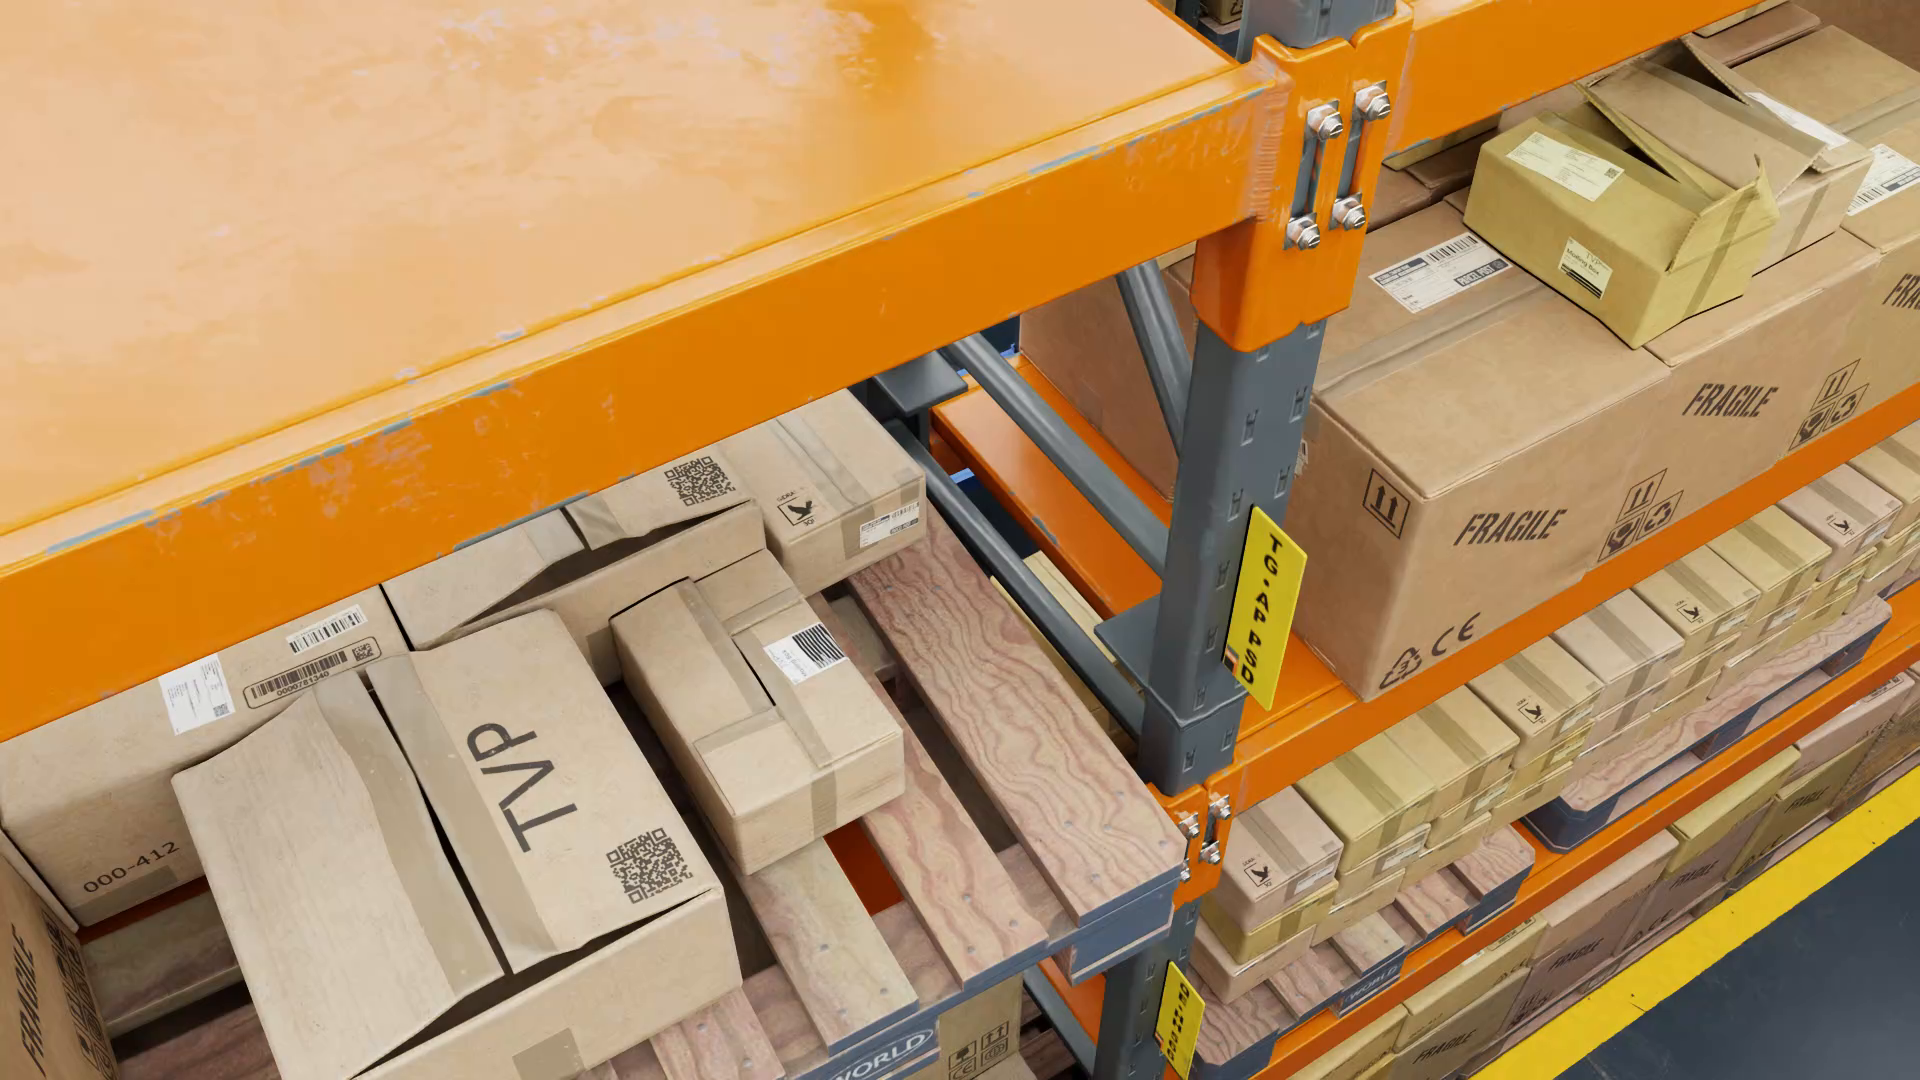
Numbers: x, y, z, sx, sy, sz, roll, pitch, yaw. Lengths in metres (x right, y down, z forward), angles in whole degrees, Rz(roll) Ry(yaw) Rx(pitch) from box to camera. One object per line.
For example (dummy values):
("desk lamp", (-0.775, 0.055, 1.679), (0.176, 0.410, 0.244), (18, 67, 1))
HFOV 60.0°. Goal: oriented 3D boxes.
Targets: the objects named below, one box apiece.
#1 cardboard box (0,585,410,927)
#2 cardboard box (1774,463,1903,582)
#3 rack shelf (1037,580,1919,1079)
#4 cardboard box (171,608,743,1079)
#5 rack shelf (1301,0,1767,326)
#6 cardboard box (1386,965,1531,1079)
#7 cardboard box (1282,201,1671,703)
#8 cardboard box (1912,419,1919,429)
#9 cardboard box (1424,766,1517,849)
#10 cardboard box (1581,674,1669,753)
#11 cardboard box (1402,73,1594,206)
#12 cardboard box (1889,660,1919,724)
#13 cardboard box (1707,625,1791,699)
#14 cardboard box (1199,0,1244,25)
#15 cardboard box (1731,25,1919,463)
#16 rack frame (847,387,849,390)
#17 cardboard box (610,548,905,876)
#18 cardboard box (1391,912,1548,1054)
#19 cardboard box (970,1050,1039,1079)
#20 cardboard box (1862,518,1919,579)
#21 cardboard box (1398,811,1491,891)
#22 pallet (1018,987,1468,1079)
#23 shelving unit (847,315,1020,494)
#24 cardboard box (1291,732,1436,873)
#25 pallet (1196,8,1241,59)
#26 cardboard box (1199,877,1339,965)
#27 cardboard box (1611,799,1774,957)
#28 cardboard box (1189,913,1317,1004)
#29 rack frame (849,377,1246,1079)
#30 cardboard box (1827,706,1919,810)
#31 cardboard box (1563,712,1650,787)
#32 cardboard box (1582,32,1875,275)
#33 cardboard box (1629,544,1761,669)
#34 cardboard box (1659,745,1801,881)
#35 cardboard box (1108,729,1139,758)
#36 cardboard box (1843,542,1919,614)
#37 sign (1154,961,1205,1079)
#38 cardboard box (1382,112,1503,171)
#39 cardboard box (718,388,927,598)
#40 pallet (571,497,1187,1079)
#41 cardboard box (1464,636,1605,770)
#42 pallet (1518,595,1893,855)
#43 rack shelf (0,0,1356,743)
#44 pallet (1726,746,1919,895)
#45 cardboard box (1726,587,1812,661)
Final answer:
("cardboard box", (-1.044, 0.167, 2.282), (0.500, 0.250, 0.500), (-24, 53, -20))
("cardboard box", (2.154, -0.107, 4.271), (0.250, 0.149, 0.380), (-27, 54, -22))
("rack shelf", (1.801, 0.381, 4.829), (4.000, 0.370, 1.077), (-25, 53, -21))
("cardboard box", (-0.614, 0.404, 2.030), (0.500, 0.311, 0.500), (-25, 53, -21))
("rack shelf", (1.801, -1.481, 2.738), (4.000, 0.370, 1.077), (-25, 53, -21))
("cardboard box", (1.267, 1.307, 4.915), (0.500, 0.500, 0.500), (-25, 53, -20))
("cardboard box", (0.735, -0.152, 2.746), (0.500, 0.500, 0.500), (-25, 53, -21))
("cardboard box", (2.589, -0.312, 4.453), (0.250, 0.149, 0.380), (-25, 53, -21))
("cardboard box", (1.078, 0.500, 3.929), (0.250, 0.149, 0.380), (-27, 54, -22))
("cardboard box", (1.502, 0.301, 4.107), (0.250, 0.149, 0.380), (-25, 53, -21))
("cardboard box", (0.873, -0.688, 3.224), (0.500, 0.500, 0.500), (-25, 53, -21))
("cardboard box", (2.997, 0.243, 5.360), (0.500, 0.250, 0.500), (-27, 53, -22))
("cardboard box", (1.937, 0.199, 4.396), (0.250, 0.149, 0.380), (-27, 54, -22))
("cardboard box", (1.532, -3.474, 8.922), (0.875, 0.875, 0.875), (-25, 53, -21))
("cardboard box", (1.574, -0.558, 3.108), (0.500, 0.500, 0.500), (-25, 53, -21))
("rack frame", (-0.502, -0.262, 5.925), (0.032, 1.500, 0.500), (-25, 53, -21))
("cardboard box", (-0.280, 0.223, 2.287), (0.250, 0.166, 0.380), (-25, 53, -21))
("cardboard box", (1.251, 1.057, 4.636), (0.500, 0.250, 0.500), (-26, 53, -21))
("cardboard box", (-0.128, 1.254, 3.503), (0.500, 0.500, 0.500), (-25, 53, -21))
("cardboard box", (2.378, -0.110, 4.472), (0.250, 0.149, 0.380), (-28, 54, -23))
("cardboard box", (1.051, 0.617, 4.024), (0.250, 0.149, 0.380), (-23, 52, -19))
("pallet", (0.771, 1.556, 5.169), (1.213, 0.211, 1.003), (-25, 53, -21))
("shelving unit", (-0.072, -0.465, 6.105), (1.048, 1.500, 0.538), (-25, 53, -21))
("cardboard box", (0.830, 0.514, 3.718), (0.250, 0.149, 0.380), (-27, 54, -22))
("pallet", (1.616, -3.154, 9.363), (1.213, 0.211, 1.003), (-25, 53, -21))
("cardboard box", (0.625, 0.718, 3.735), (0.250, 0.149, 0.380), (-23, 52, -19))
("cardboard box", (2.131, 0.896, 5.281), (0.500, 0.500, 0.500), (-26, 53, -22))
("cardboard box", (0.596, 0.832, 3.833), (0.250, 0.149, 0.380), (-26, 53, -21))
("rack frame", (0.110, 0.939, 3.851), (0.127, 3.000, 1.000), (-25, 53, -21))
("cardboard box", (3.001, 0.490, 5.643), (0.500, 0.500, 0.500), (-26, 53, -21))
("cardboard box", (1.502, 0.401, 4.217), (0.250, 0.149, 0.380), (-24, 52, -20))
("cardboard box", (1.229, -0.666, 2.692), (0.258, 0.266, 0.396), (-25, 53, -21))
("cardboard box", (1.714, 0.098, 4.088), (0.250, 0.149, 0.380), (-24, 52, -20))
("cardboard box", (2.116, 0.659, 4.990), (0.500, 0.250, 0.500), (-27, 54, -22))
("cardboard box", (0.281, 0.396, 4.221), (0.250, 0.149, 0.380), (-24, 53, -20))
("cardboard box", (2.387, -0.012, 4.584), (0.250, 0.149, 0.380), (-27, 54, -22))
("sign", (0.408, 0.903, 3.107), (0.005, 0.325, 0.100), (-25, 53, -21))
("cardboard box", (0.739, -0.886, 2.888), (0.258, 0.266, 0.396), (-25, 53, -21))
("cardboard box", (-0.258, -0.116, 2.602), (0.250, 0.149, 0.380), (-27, 54, -22))
("pallet", (-0.407, 0.294, 2.543), (1.003, 0.211, 1.213), (-23, 52, -19))
("cardboard box", (1.264, 0.314, 3.896), (0.250, 0.149, 0.380), (-27, 54, -22))
("pallet", (1.762, 0.188, 4.648), (1.213, 0.211, 1.003), (-25, 53, -21))
("rack shelf", (-1.582, 0.113, 1.319), (4.000, 0.370, 1.077), (-25, 53, -21))
("pallet", (2.835, 0.583, 6.035), (1.213, 0.211, 1.003), (-25, 53, -21))
("cardboard box", (1.940, 0.094, 4.291), (0.250, 0.149, 0.380), (-23, 52, -20))
